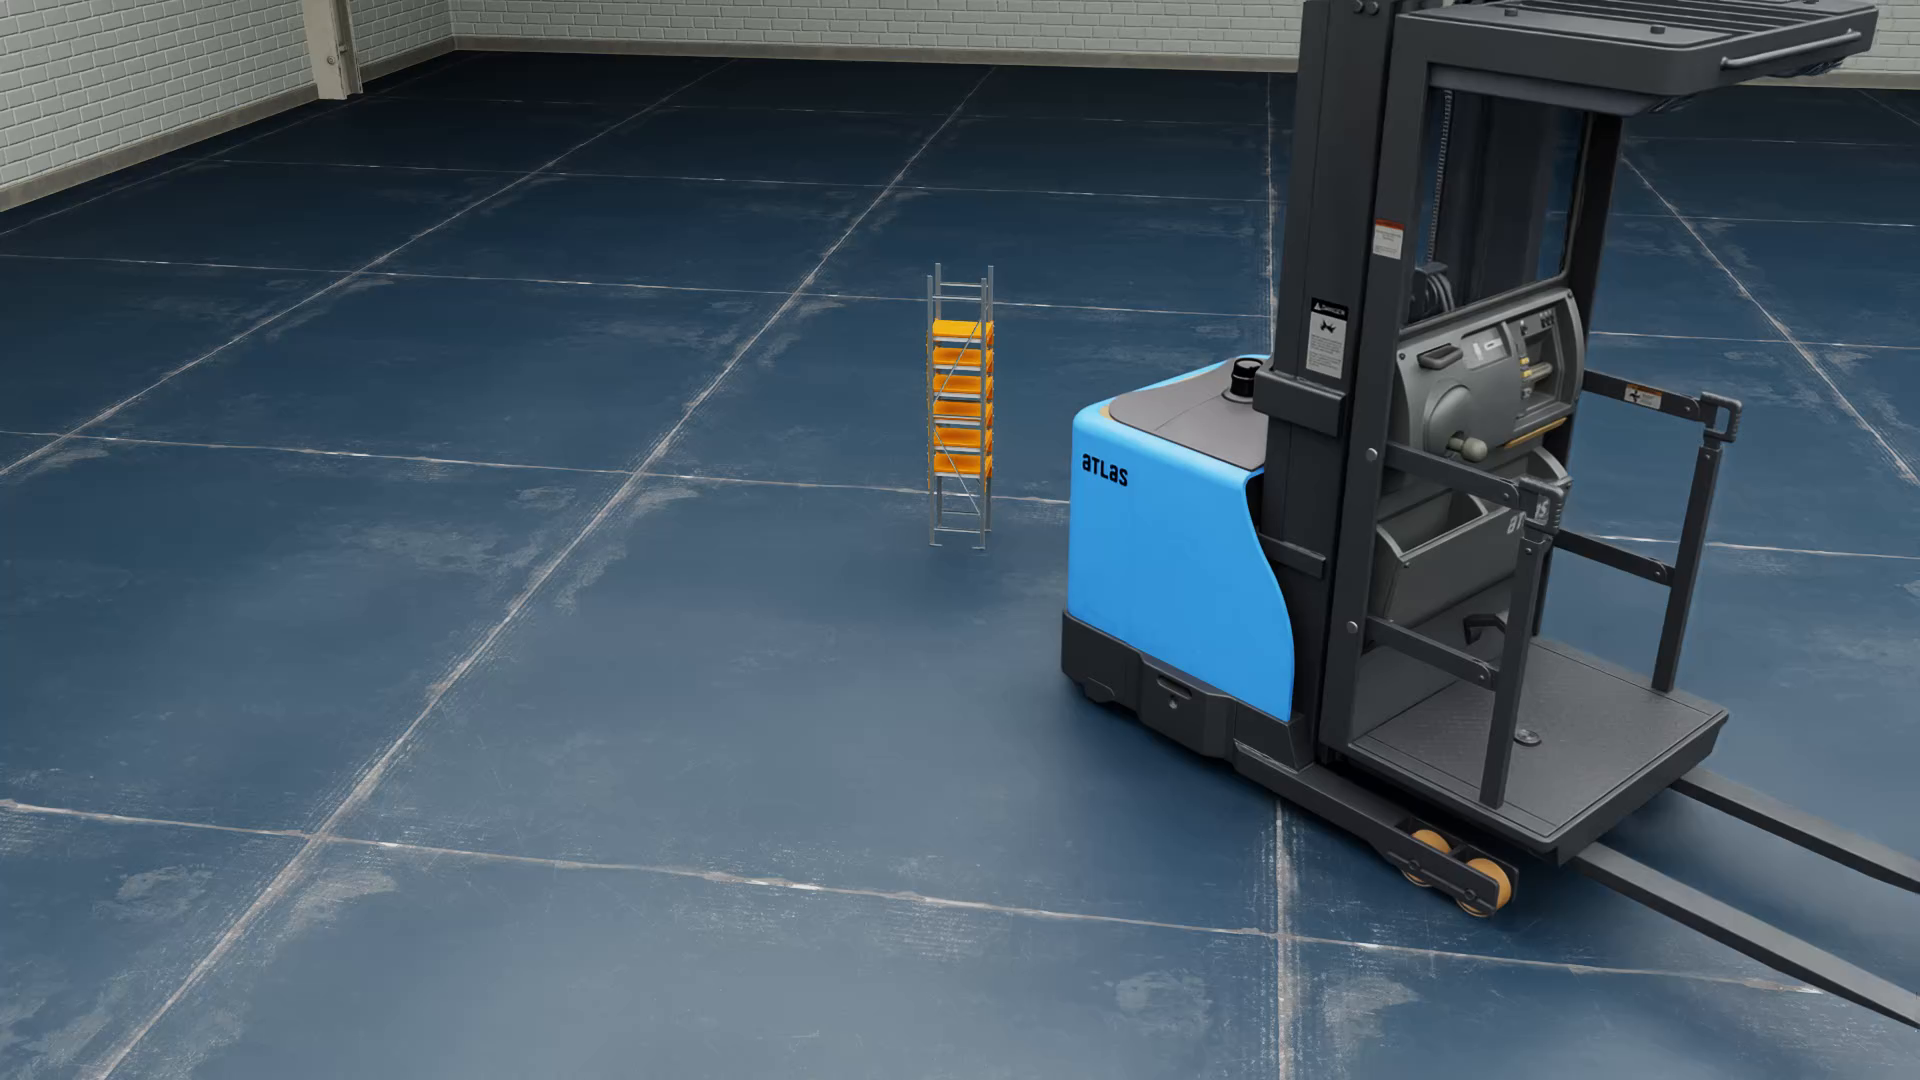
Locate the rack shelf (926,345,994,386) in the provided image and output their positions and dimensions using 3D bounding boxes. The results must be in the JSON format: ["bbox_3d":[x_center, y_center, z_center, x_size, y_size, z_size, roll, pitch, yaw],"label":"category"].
[{"bbox_3d":[0.002,-0.727,6.926,0.258,0.103,0.180,4,25,9],"label":"rack shelf"}]

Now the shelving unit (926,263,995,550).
[{"bbox_3d":[0.002,-0.549,7.009,0.258,1.200,0.189,4,25,9],"label":"shelving unit"}]

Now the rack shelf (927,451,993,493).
[{"bbox_3d":[0.002,-0.292,7.129,0.258,0.103,0.180,4,25,9],"label":"rack shelf"}]

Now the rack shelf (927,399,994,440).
[{"bbox_3d":[0.002,-0.509,7.027,0.258,0.103,0.180,4,25,9],"label":"rack shelf"}]

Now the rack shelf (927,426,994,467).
[{"bbox_3d":[0.002,-0.401,7.078,0.258,0.103,0.180,4,25,9],"label":"rack shelf"}]

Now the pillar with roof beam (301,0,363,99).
[{"bbox_3d":[-2.056,-8.296,14.360,9.100,9.000,0.400,4,25,9],"label":"pillar with roof beam"}]

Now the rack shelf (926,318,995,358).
[{"bbox_3d":[0.002,-0.835,6.875,0.258,0.103,0.180,4,25,9],"label":"rack shelf"}]

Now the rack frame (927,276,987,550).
[{"bbox_3d":[-0.013,-0.511,6.927,0.240,1.200,0.006,4,25,9],"label":"rack frame"}]

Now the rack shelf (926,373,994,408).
[{"bbox_3d":[0.002,-0.618,6.977,0.258,0.103,0.180,4,25,9],"label":"rack shelf"}]

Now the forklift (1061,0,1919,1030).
[{"bbox_3d":[1.720,-0.465,4.786,1.130,2.935,3.031,-20,32,-37],"label":"forklift"}]

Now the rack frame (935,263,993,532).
[{"bbox_3d":[0.017,-0.588,7.090,0.240,1.200,0.006,4,25,9],"label":"rack frame"}]
